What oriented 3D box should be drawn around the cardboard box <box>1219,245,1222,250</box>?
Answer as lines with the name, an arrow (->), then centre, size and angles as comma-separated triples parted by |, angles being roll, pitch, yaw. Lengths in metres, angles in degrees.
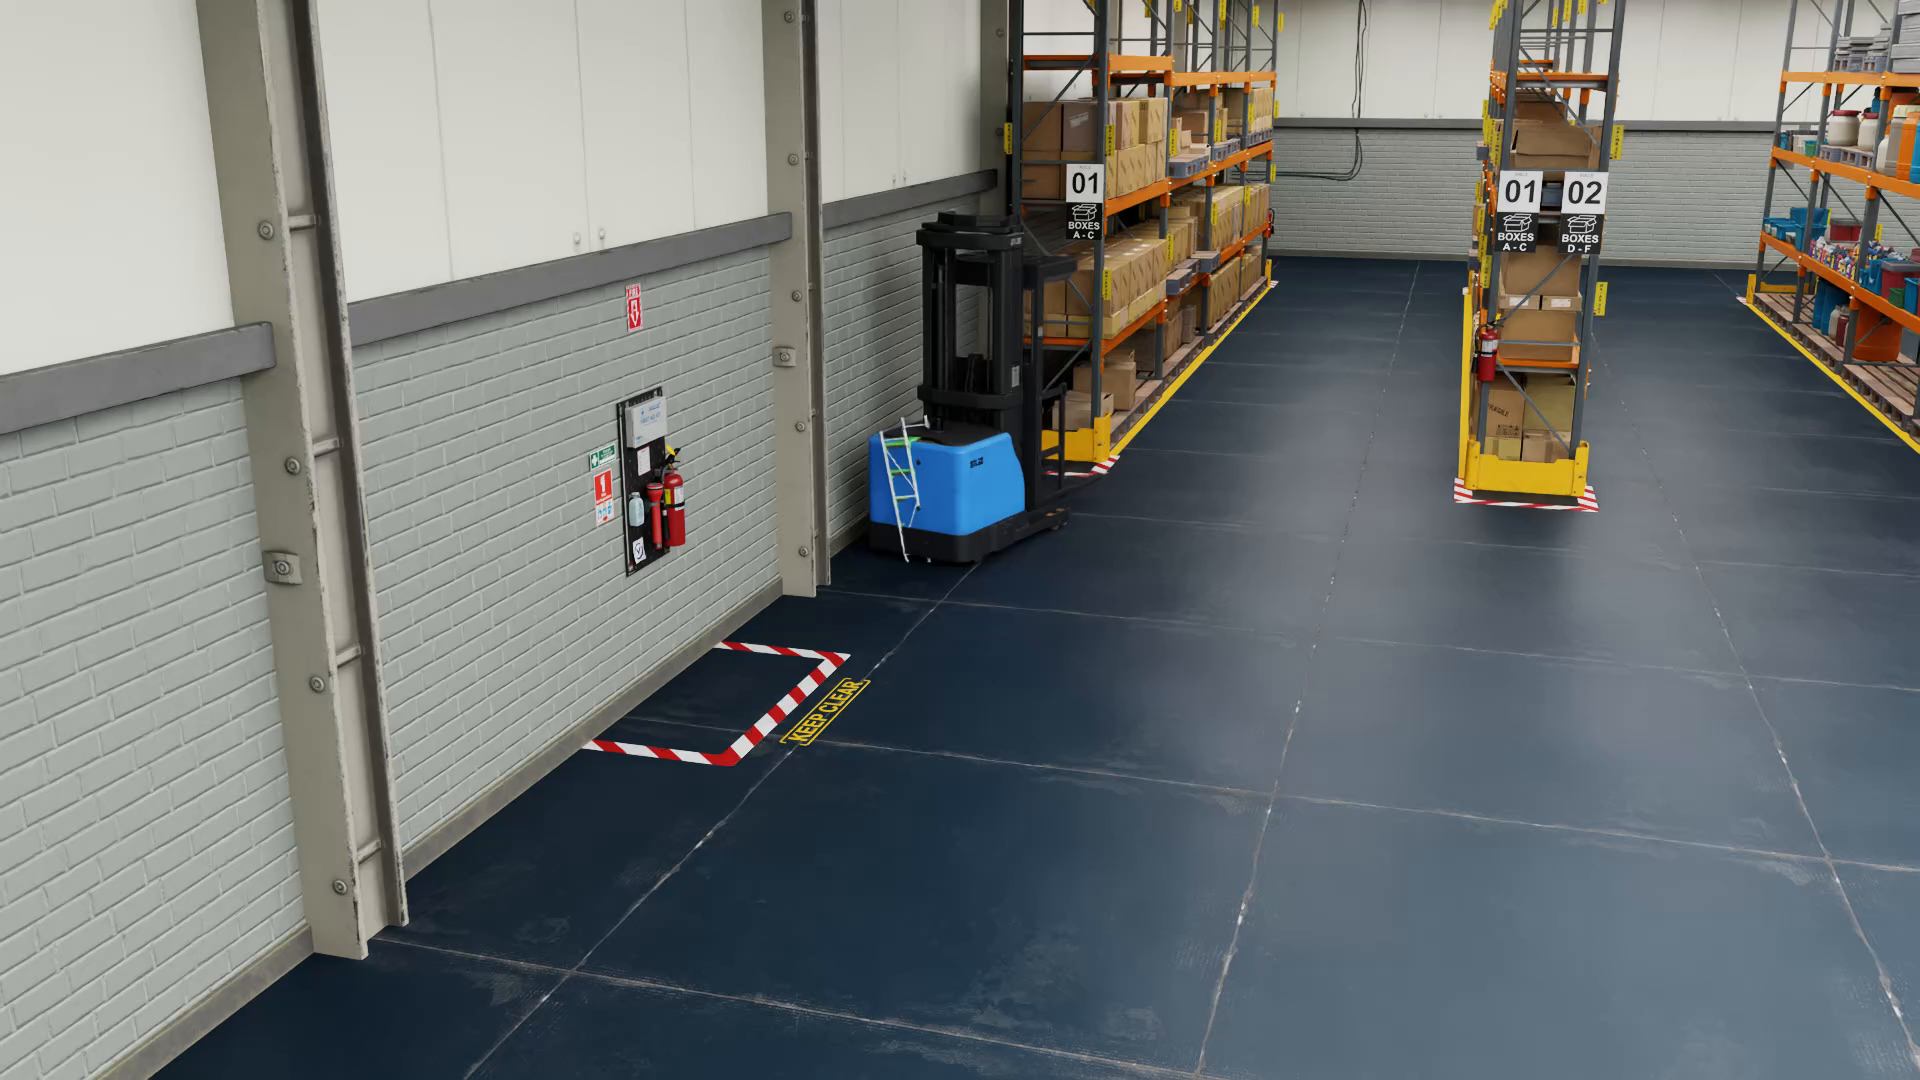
cardboard box -> 4.062, -4.810, 27.136 | 0.380, 0.149, 0.250 | 5, 17, 16

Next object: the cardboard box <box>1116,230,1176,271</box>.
cardboard box -> 2.527, -3.941, 22.657 | 0.700, 0.500, 0.500 | 6, 17, 22

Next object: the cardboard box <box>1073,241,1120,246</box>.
cardboard box -> 1.700, -3.461, 20.820 | 0.500, 0.500, 0.500 | 5, 16, 16

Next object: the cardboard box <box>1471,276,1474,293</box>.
cardboard box -> 9.634, -4.668, 30.443 | 0.500, 0.250, 0.500 | 5, 16, 16

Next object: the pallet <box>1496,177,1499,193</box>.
pallet -> 6.369, -3.879, 18.093 | 1.003, 0.211, 1.213 | 5, 16, 16

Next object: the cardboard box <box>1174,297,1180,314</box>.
cardboard box -> 2.944, -3.484, 24.438 | 0.500, 0.250, 0.500 | 5, 17, 17

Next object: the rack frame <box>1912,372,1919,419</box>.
rack frame -> 11.683, -2.637, 19.048 | 1.000, 3.000, 0.127 | 5, 16, 16

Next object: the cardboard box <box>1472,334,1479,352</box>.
cardboard box -> 7.061, -2.566, 22.041 | 0.500, 0.311, 0.500 | 5, 16, 16

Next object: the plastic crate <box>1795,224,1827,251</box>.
plastic crate -> 13.762, -4.899, 26.945 | 0.392, 0.384, 0.575 | 5, 16, 16

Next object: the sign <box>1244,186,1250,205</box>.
sign -> 4.981, -5.977, 28.849 | 0.100, 0.325, 0.005 | 5, 16, 16

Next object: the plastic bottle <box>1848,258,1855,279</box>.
plastic bottle -> 12.591, -3.826, 23.456 | 0.061, 0.283, 0.133 | 5, 16, 16

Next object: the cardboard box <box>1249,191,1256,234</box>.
cardboard box -> 4.840, -5.973, 30.263 | 0.980, 0.700, 0.700 | 4, 16, 14

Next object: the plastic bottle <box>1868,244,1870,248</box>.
plastic bottle -> 13.818, -4.403, 25.366 | 0.144, 0.351, 0.185 | 5, 16, 16

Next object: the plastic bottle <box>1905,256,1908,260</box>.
plastic bottle -> 13.532, -3.928, 23.815 | 0.061, 0.283, 0.133 | 5, 16, 16

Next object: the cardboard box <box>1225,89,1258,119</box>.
cardboard box -> 4.929, -7.644, 29.155 | 0.500, 0.500, 0.500 | 4, 16, 15

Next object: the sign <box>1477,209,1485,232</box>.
sign -> 7.549, -4.627, 24.088 | 0.100, 0.325, 0.005 | 5, 16, 16

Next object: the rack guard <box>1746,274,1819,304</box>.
rack guard -> 15.088, -4.581, 30.484 | 1.175, 0.500, 0.348 | 5, 16, 16

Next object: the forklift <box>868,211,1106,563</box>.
forklift -> 0.391, -1.560, 15.378 | 1.130, 2.935, 3.031 | 10, 18, 31

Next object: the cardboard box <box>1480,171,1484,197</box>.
cardboard box -> 9.966, -6.595, 30.987 | 0.500, 0.500, 0.500 | 5, 17, 18

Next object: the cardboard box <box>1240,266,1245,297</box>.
cardboard box -> 4.769, -4.685, 30.082 | 0.700, 0.500, 0.500 | 5, 17, 17

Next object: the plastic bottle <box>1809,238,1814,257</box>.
plastic bottle -> 13.443, -4.611, 26.222 | 0.061, 0.283, 0.133 | 5, 16, 16

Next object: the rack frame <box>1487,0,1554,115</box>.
rack frame -> 10.345, -9.047, 30.656 | 1.000, 3.000, 0.127 | 5, 16, 16

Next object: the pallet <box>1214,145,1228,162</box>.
pallet -> 3.453, -5.976, 25.671 | 1.213, 0.211, 1.003 | 5, 17, 18

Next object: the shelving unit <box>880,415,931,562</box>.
shelving unit -> -0.386, -0.448, 14.618 | 0.258, 1.200, 0.503 | -4, 16, 23

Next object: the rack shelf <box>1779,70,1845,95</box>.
rack shelf -> 14.525, -7.600, 27.606 | 1.077, 0.370, 4.000 | 5, 16, 16

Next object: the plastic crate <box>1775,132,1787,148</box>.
plastic crate -> 14.717, -7.077, 29.447 | 0.497, 0.269, 0.590 | 5, 16, 16

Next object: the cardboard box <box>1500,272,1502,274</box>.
cardboard box -> 6.236, -2.921, 18.679 | 0.380, 0.149, 0.250 | 4, 16, 15

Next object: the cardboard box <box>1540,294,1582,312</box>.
cardboard box -> 6.116, -2.421, 16.917 | 0.380, 0.149, 0.250 | 5, 16, 15

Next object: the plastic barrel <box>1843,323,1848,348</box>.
plastic barrel -> 13.017, -2.972, 24.021 | 0.421, 0.512, 0.421 | 0, 16, 0

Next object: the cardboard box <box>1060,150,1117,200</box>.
cardboard box -> 1.382, -3.927, 17.882 | 0.500, 0.500, 0.500 | 5, 17, 17

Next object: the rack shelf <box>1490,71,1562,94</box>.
rack shelf -> 8.640, -6.939, 25.274 | 1.077, 0.370, 4.000 | 5, 16, 16

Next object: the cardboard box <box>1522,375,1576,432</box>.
cardboard box -> 6.304, -1.469, 17.828 | 0.500, 0.500, 0.500 | 5, 16, 16

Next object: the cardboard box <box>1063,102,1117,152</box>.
cardboard box -> 1.390, -4.422, 17.794 | 0.500, 0.500, 0.500 | 3, 16, 12

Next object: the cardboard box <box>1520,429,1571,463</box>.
cardboard box -> 6.164, -0.977, 17.468 | 0.500, 0.250, 0.500 | 5, 16, 16

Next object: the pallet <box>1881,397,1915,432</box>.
pallet -> 11.869, -1.503, 20.164 | 1.003, 0.211, 1.213 | 5, 16, 16

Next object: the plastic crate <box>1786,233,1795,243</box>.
plastic crate -> 14.163, -5.110, 28.144 | 0.293, 0.136, 0.466 | 5, 16, 16

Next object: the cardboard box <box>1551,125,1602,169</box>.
cardboard box -> 6.532, -4.149, 17.674 | 0.500, 0.500, 0.500 | 5, 16, 16

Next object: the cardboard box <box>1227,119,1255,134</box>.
cardboard box -> 4.907, -7.279, 29.242 | 0.500, 0.250, 0.500 | 5, 16, 16

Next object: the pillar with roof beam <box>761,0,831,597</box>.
pillar with roof beam -> 2.840, -3.591, 11.420 | 9.100, 9.000, 0.400 | 5, 16, 16

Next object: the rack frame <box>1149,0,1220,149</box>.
rack frame -> 3.321, -7.337, 24.628 | 1.000, 3.000, 0.127 | 5, 16, 16

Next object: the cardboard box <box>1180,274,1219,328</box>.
cardboard box -> 3.656, -3.801, 26.325 | 0.750, 0.750, 0.750 | 4, 16, 15

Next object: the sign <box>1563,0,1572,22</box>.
sign -> 9.742, -8.485, 26.671 | 0.100, 0.325, 0.005 | 5, 16, 16

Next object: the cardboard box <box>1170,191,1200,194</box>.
cardboard box -> 3.645, -5.554, 27.195 | 0.500, 0.250, 0.500 | 4, 16, 15

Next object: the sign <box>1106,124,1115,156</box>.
sign -> 1.568, -4.180, 17.391 | 0.100, 0.325, 0.005 | 5, 16, 16

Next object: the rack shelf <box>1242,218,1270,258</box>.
rack shelf -> 5.026, -5.675, 31.079 | 1.077, 0.370, 4.000 | 5, 16, 16

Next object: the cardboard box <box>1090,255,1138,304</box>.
cardboard box -> 1.774, -3.021, 19.269 | 0.500, 0.500, 0.500 | 4, 16, 14

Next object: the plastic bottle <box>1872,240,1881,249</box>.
plastic bottle -> 13.956, -4.392, 25.326 | 0.144, 0.351, 0.185 | 5, 16, 16

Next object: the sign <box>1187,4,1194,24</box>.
sign -> 3.933, -8.959, 28.343 | 0.100, 0.325, 0.005 | 5, 16, 16

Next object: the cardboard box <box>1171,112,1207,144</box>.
cardboard box -> 3.401, -6.283, 25.418 | 0.700, 0.500, 0.500 | 3, 16, 12

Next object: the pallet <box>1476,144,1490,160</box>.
pallet -> 8.664, -6.031, 25.862 | 1.213, 0.211, 1.003 | 5, 16, 16

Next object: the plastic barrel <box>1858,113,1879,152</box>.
plastic barrel -> 13.179, -5.869, 23.929 | 0.433, 0.535, 0.433 | 0, 16, 0
